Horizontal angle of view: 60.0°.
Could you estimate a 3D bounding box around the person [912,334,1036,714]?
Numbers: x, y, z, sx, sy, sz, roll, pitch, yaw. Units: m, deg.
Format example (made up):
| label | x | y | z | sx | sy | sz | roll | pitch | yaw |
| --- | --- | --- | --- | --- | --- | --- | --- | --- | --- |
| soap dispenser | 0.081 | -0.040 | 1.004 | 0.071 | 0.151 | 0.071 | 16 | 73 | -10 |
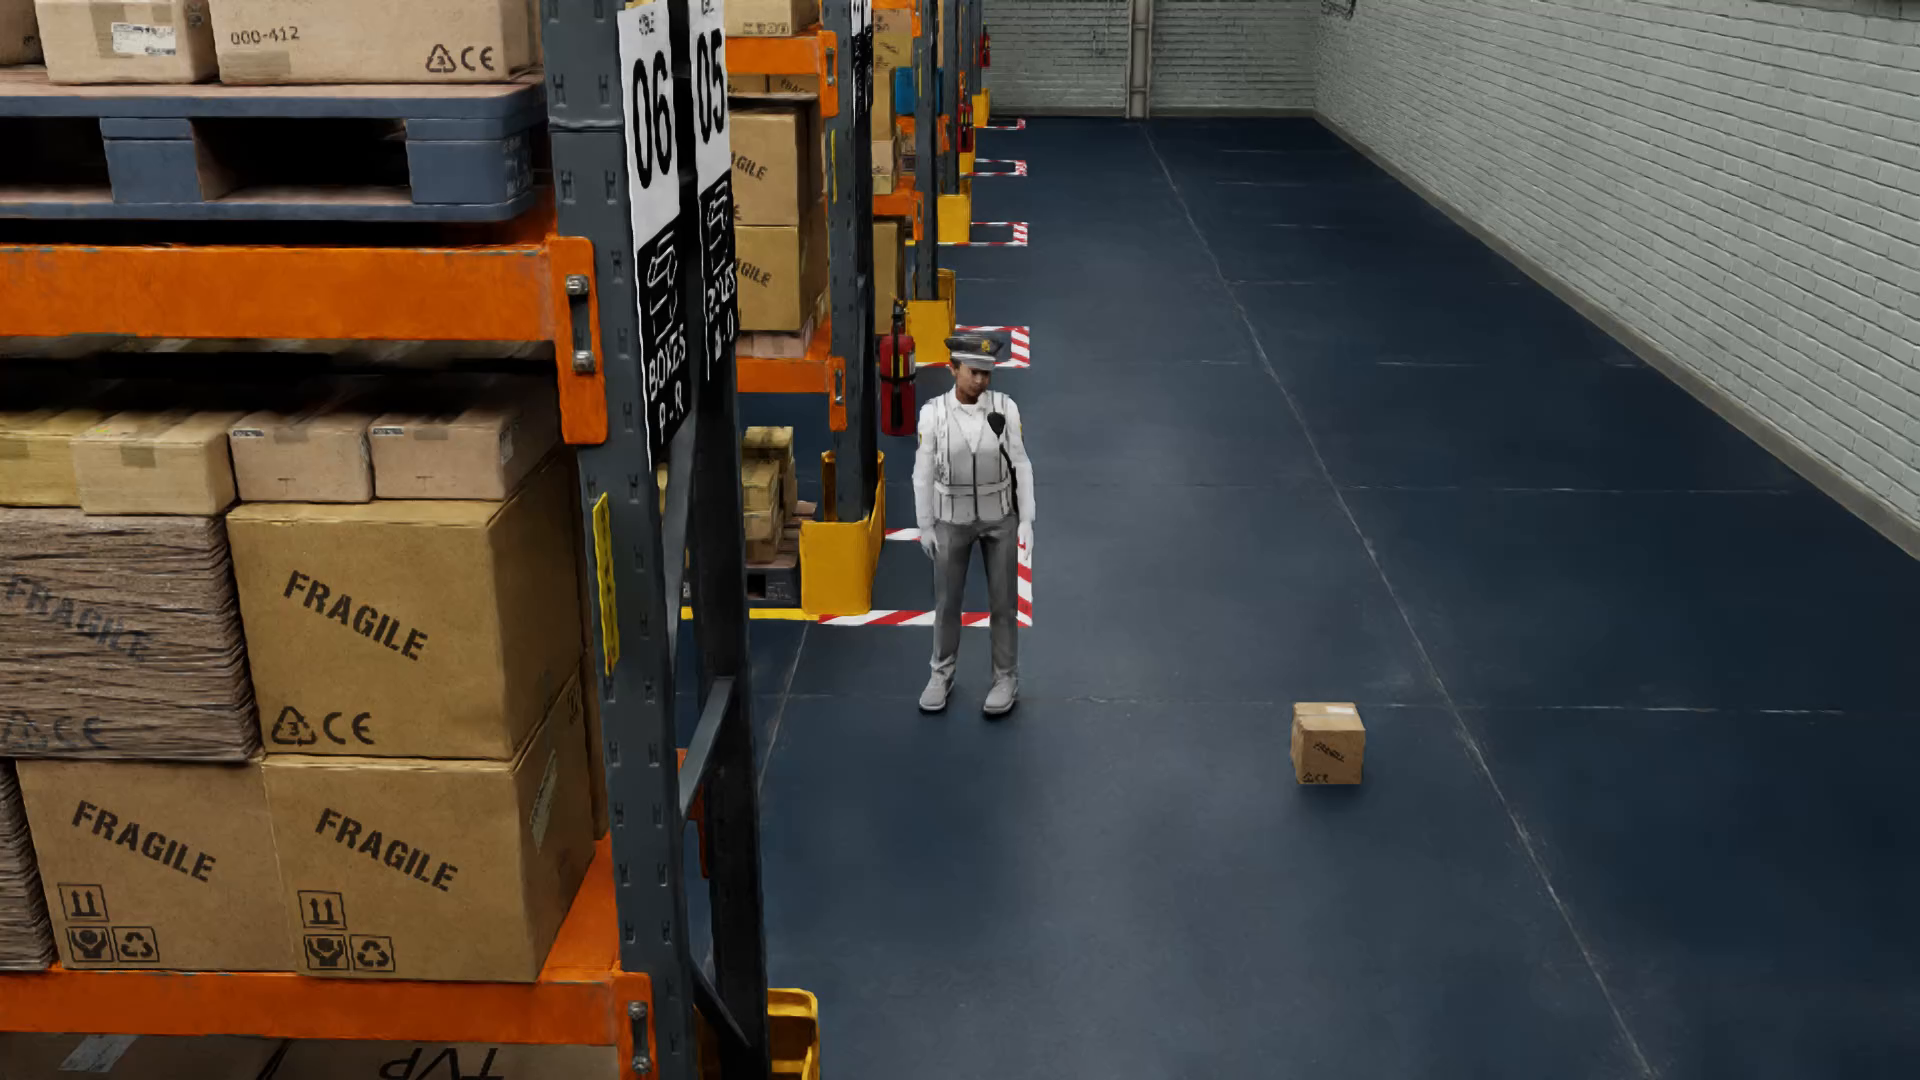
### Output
| label | x | y | z | sx | sy | sz | roll | pitch | yaw |
| --- | --- | --- | --- | --- | --- | --- | --- | --- | --- |
| person | 0.060 | -0.068 | 7.173 | 0.525 | 1.688 | 0.354 | -1 | 21 | -2 |
